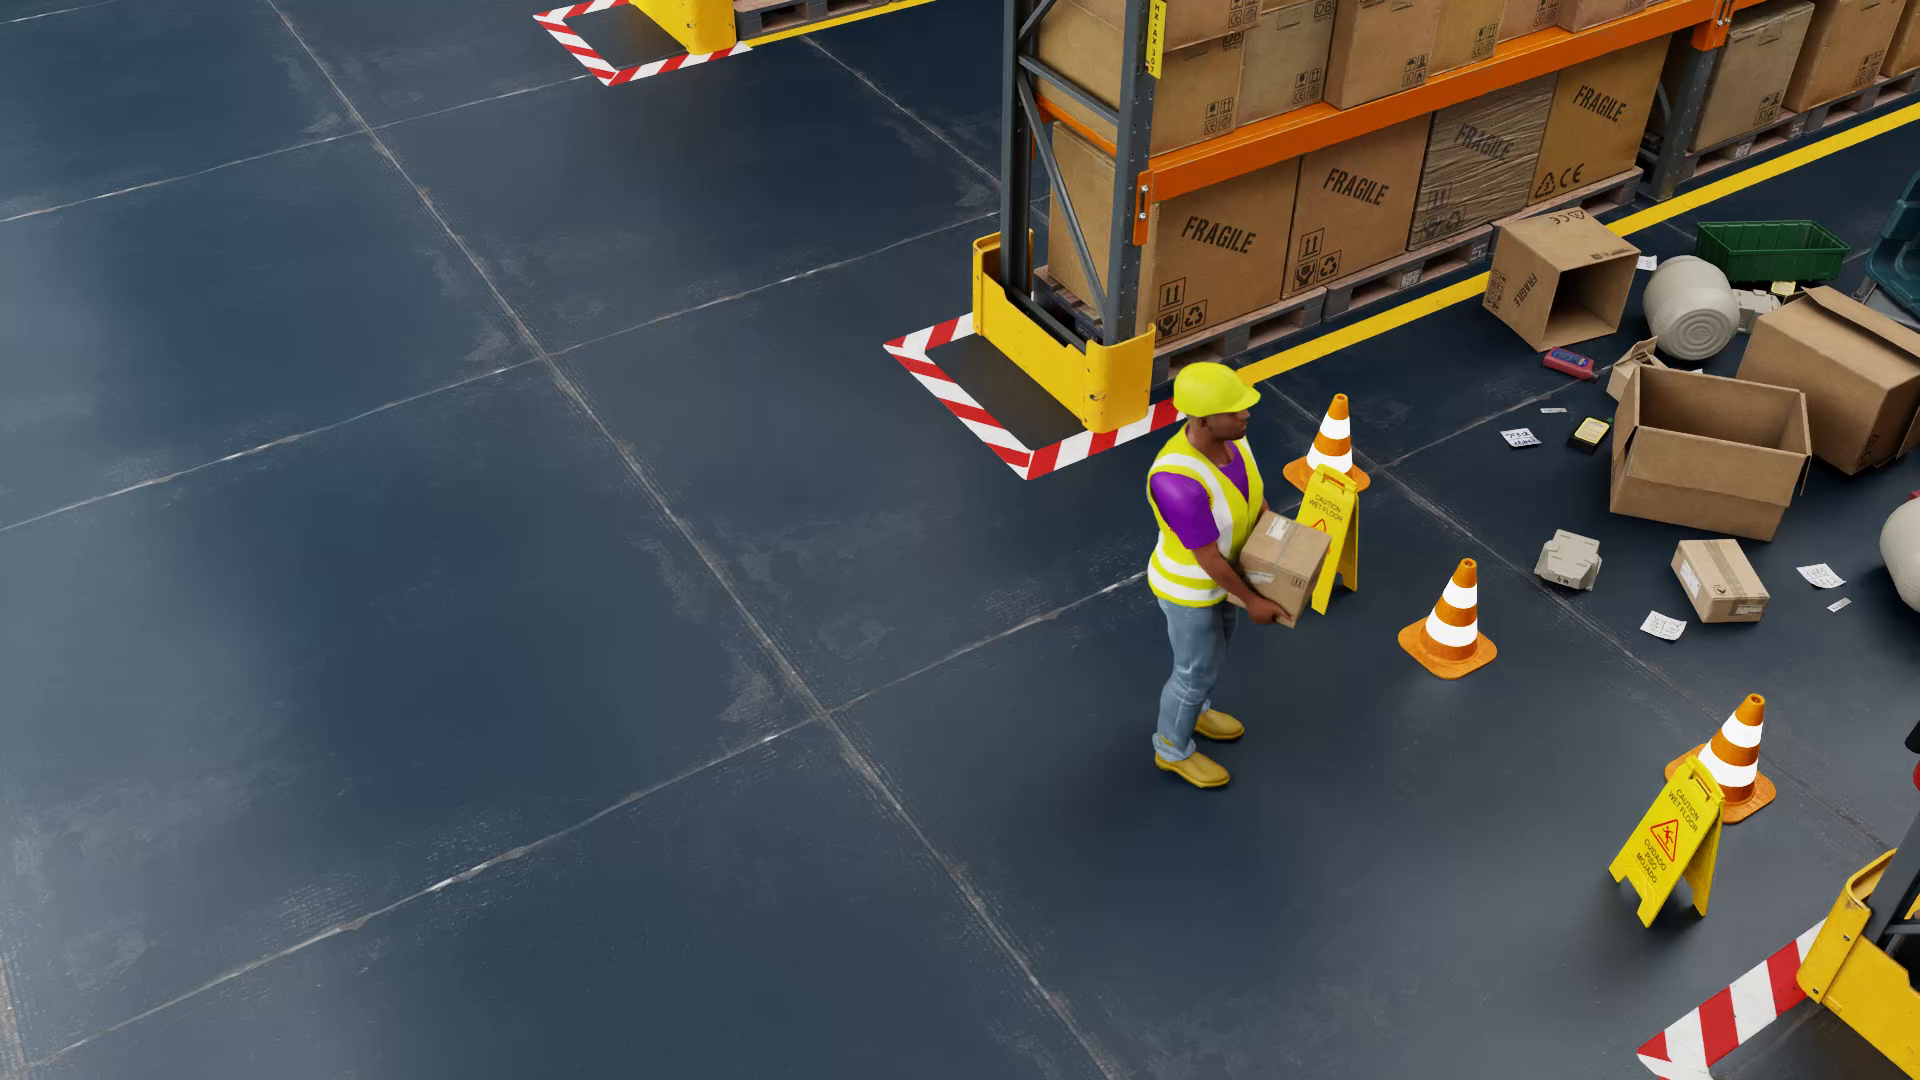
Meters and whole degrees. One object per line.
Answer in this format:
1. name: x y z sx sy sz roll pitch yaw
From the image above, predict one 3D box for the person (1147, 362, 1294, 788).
1. person: 0.961 0.151 5.964 0.578 1.765 0.514 19 44 21
